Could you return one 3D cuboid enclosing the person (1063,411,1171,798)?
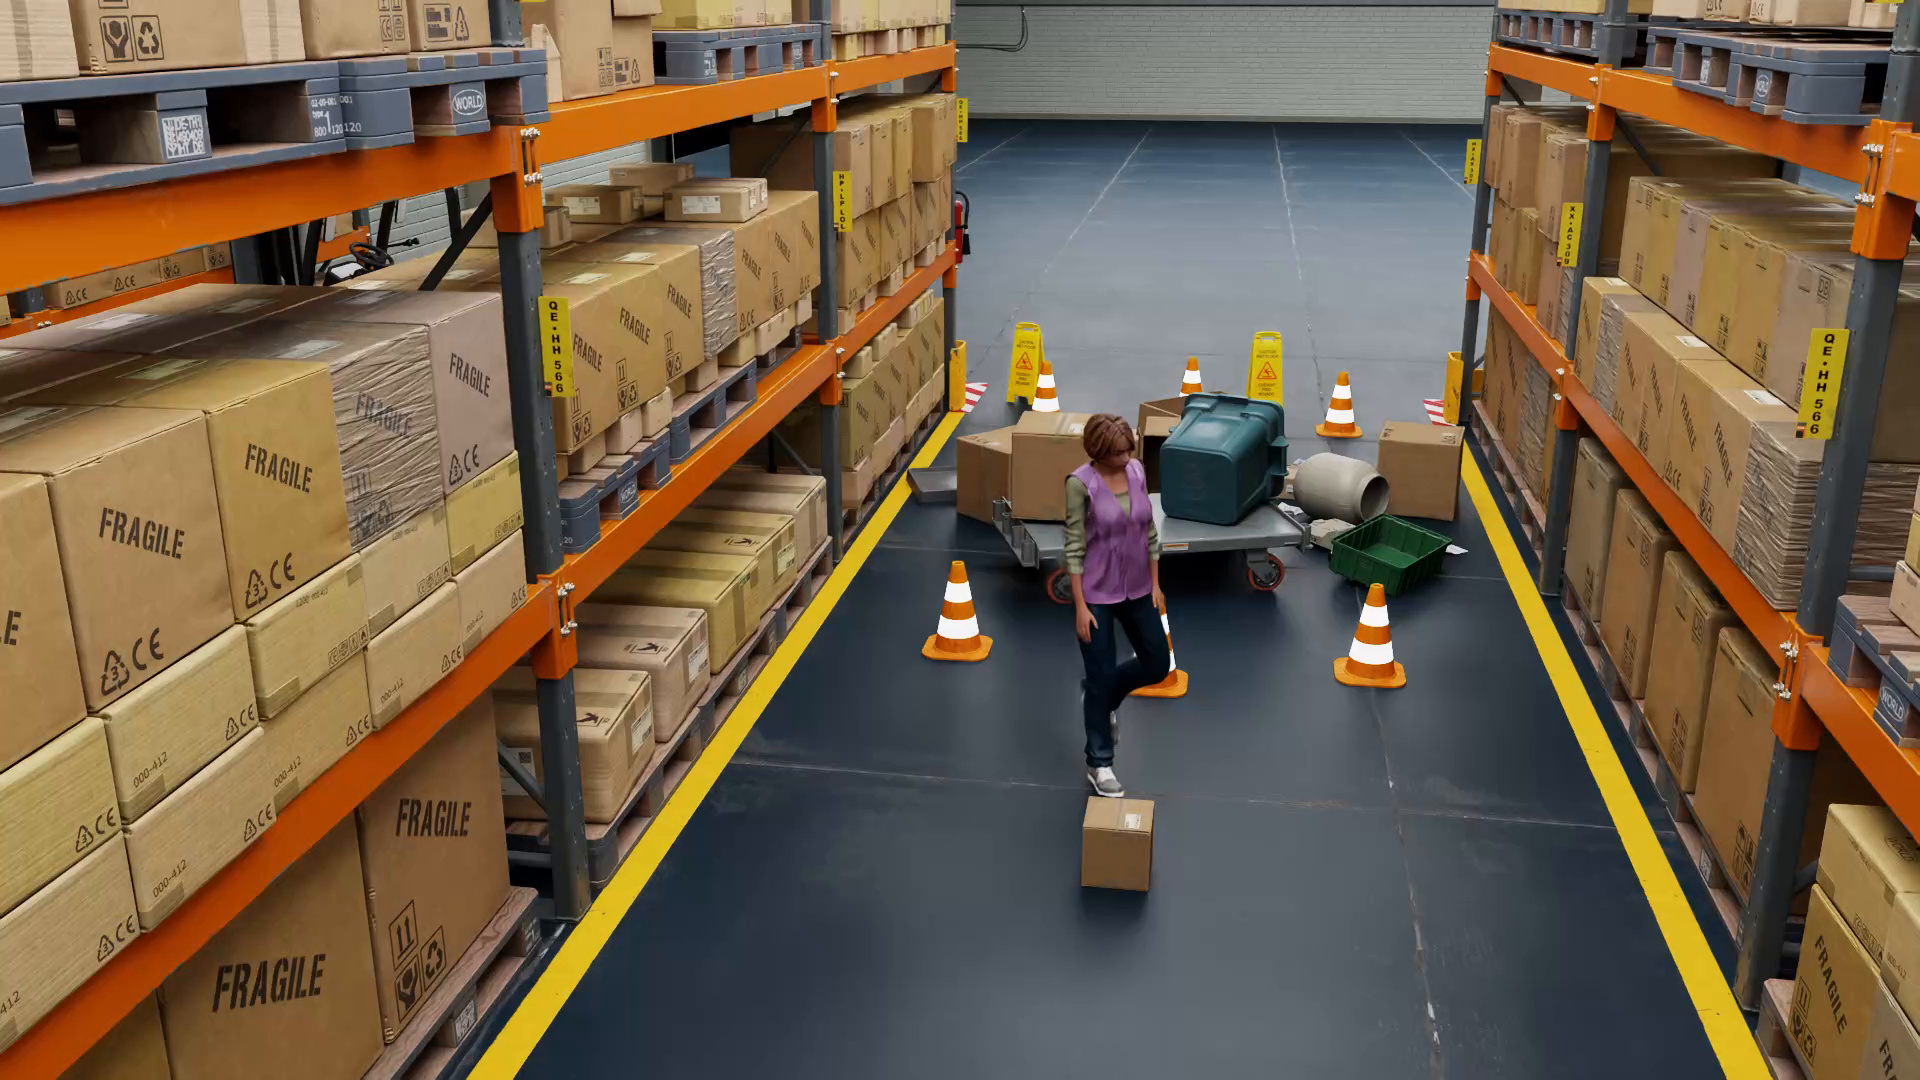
[{"bbox_3d":[0.610,0.231,6.821,0.449,1.588,0.537,-10,21,-27],"label":"person"}]
